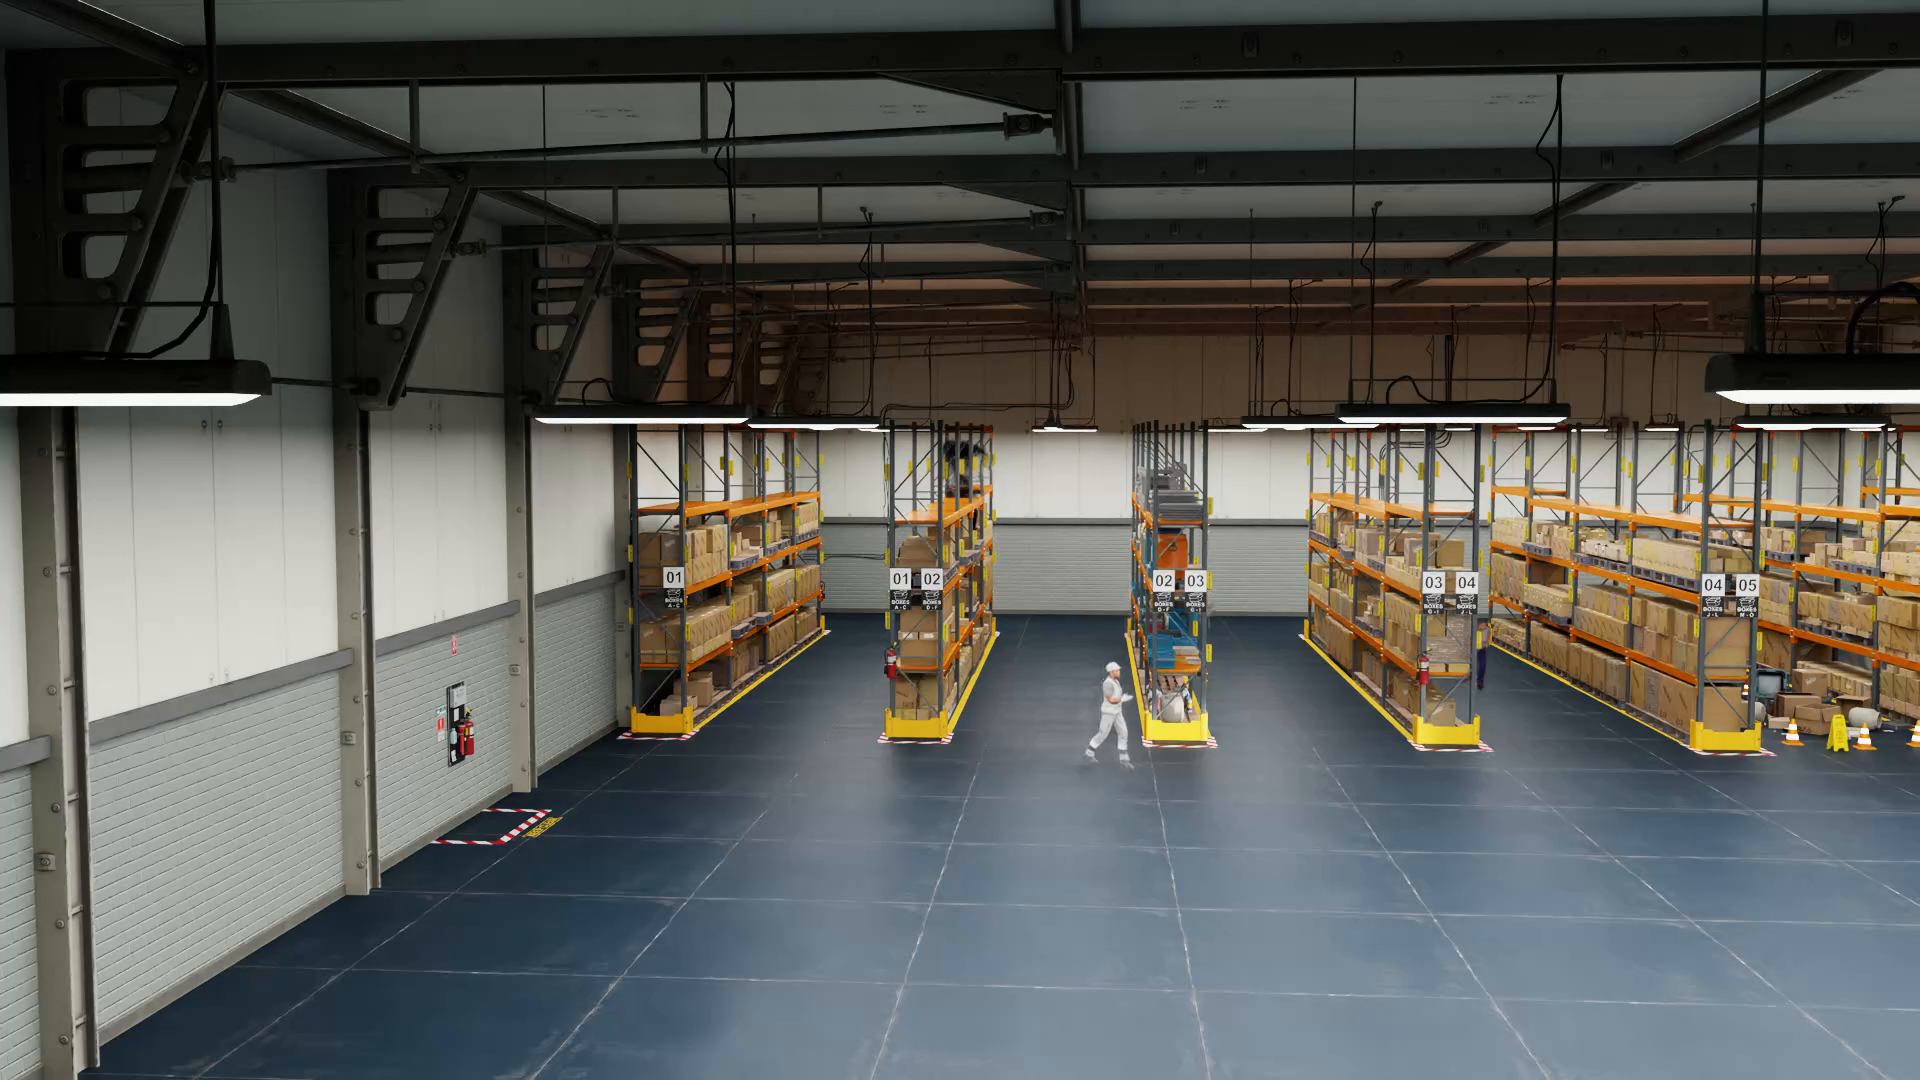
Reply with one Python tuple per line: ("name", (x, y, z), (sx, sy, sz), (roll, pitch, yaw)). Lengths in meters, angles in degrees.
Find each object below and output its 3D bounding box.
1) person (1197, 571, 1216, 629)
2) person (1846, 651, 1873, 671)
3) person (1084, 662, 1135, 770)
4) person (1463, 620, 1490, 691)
("person", (7.112, 1.754, 48.892), (0.815, 1.765, 0.732), (1, 4, 11))
("person", (21.229, 2.358, 39.266), (0.659, 1.809, 0.878), (0, 4, 7))
("person", (2.566, 3.001, 28.515), (0.904, 1.825, 0.652), (2, 4, 27))
("person", (11.665, 2.578, 37.697), (0.641, 1.613, 0.976), (-1, 4, -11))
